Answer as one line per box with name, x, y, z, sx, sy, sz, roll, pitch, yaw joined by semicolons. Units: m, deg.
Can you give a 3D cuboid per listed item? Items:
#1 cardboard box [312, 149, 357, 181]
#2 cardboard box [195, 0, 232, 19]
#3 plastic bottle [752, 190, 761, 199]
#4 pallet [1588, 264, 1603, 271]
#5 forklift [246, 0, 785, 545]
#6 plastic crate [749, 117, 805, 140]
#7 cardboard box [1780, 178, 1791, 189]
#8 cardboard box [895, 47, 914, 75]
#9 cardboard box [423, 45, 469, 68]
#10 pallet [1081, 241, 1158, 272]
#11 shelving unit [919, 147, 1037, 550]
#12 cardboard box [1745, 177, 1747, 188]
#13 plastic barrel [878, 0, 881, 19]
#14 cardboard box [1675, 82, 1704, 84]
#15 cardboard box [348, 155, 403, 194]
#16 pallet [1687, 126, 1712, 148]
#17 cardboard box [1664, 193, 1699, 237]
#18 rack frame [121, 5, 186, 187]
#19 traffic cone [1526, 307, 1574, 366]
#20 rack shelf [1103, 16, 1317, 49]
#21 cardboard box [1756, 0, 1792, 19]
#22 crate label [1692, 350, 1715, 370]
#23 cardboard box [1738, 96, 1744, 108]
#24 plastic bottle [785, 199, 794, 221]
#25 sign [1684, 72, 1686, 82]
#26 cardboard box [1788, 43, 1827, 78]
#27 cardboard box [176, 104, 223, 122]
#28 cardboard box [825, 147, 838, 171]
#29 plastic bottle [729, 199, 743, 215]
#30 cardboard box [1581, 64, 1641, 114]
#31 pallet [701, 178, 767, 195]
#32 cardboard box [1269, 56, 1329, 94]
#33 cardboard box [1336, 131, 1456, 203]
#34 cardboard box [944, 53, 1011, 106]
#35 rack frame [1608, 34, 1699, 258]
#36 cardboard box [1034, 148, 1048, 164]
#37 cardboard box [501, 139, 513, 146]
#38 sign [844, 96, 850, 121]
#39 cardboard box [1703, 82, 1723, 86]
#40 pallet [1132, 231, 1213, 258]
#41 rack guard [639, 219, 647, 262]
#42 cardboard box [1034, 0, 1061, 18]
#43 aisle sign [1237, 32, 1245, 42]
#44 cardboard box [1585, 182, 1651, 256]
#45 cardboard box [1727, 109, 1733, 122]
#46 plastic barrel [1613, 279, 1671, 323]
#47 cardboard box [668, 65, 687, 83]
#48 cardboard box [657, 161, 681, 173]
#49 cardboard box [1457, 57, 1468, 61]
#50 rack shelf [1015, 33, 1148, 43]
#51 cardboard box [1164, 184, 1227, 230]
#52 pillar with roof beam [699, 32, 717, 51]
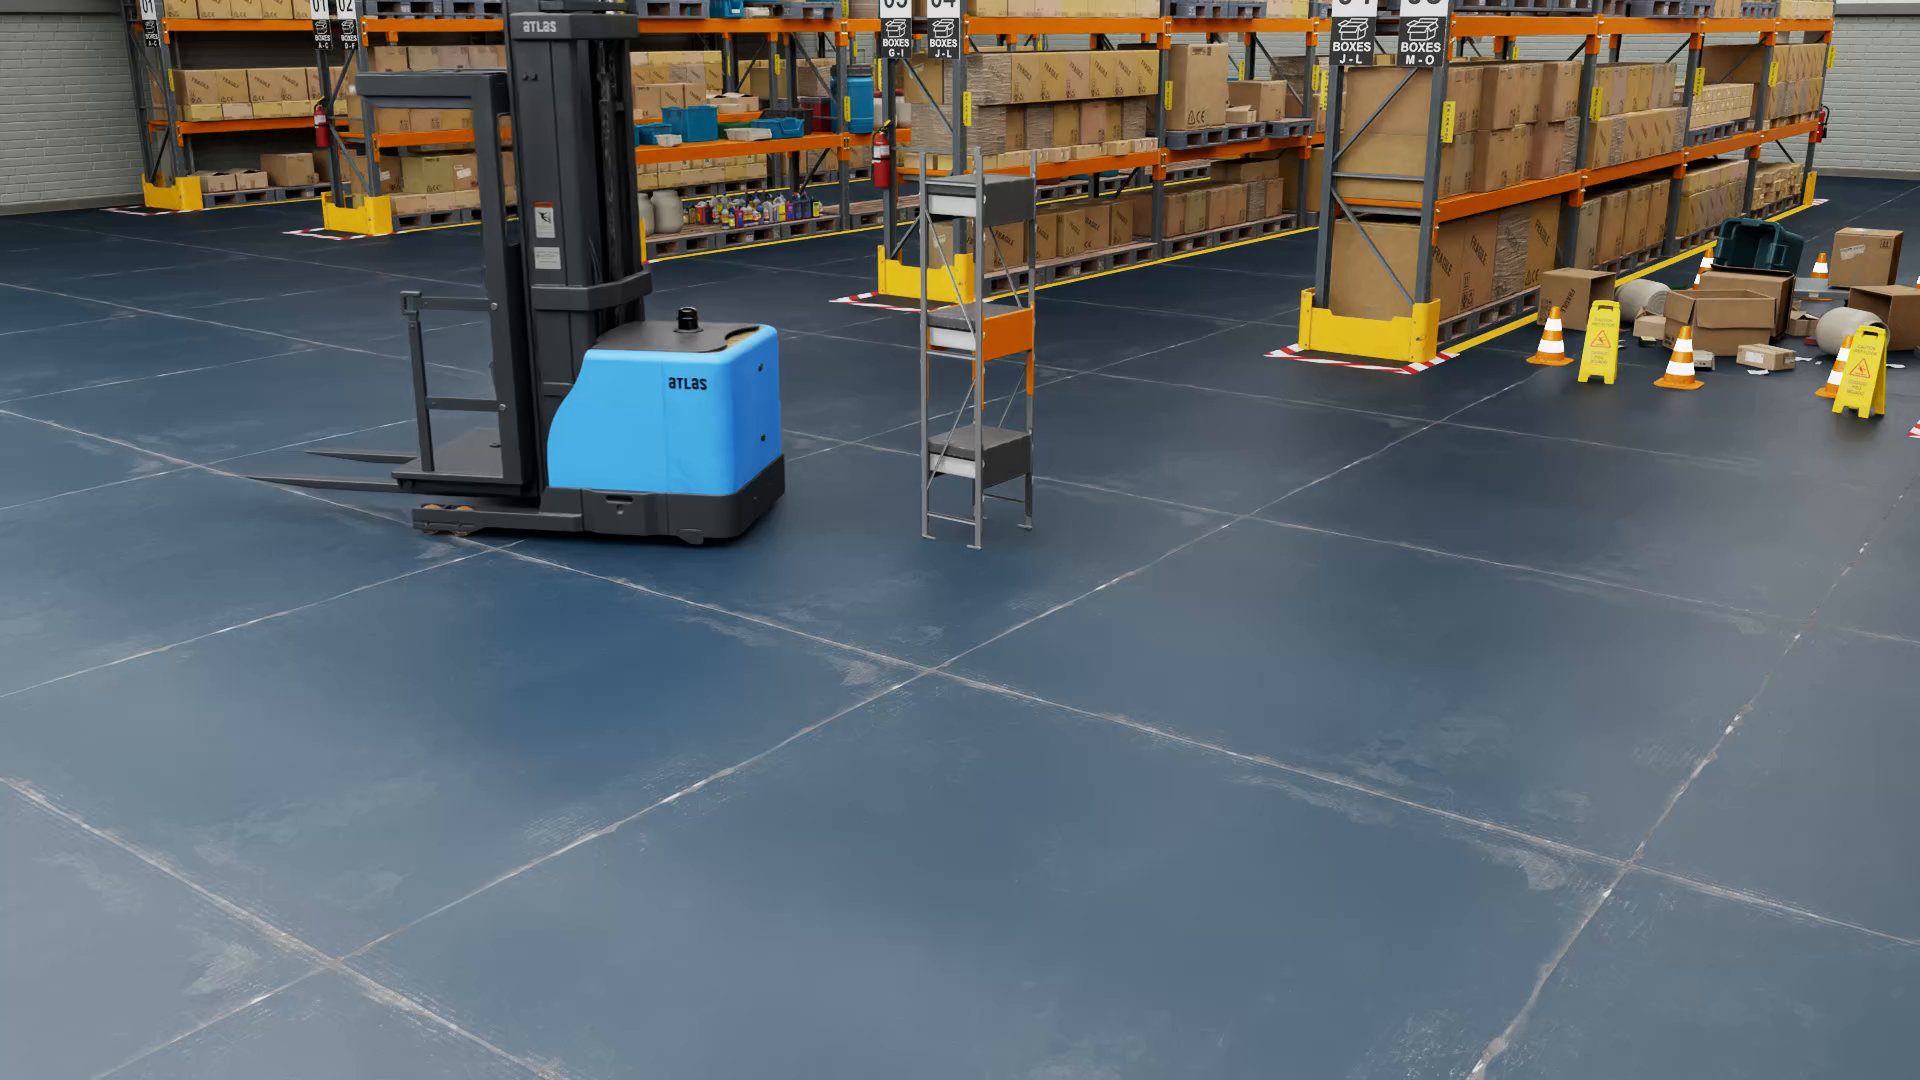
cardboard box;-10.504;-6.315;27.995;0.500;0.500;0.500;11;20;31
cardboard box;-11.553;-8.247;25.484;0.500;0.500;0.500;14;22;38
plastic bottle;-2.776;-4.629;22.816;0.144;0.351;0.185;13;22;36
pallet;6.338;-2.892;18.201;1.003;0.211;1.213;12;21;35
forklift;-2.610;-1.570;9.356;3.031;2.935;1.130;3;18;10
plastic crate;-2.403;-5.420;21.890;0.499;0.251;0.616;12;21;35
cardboard box;12.397;-5.440;25.302;0.380;0.149;0.250;13;21;35
cardboard box;-1.078;-9.276;32.200;0.500;0.500;0.500;13;21;35
cardboard box;-7.392;-6.761;23.602;0.700;0.500;0.500;13;21;35
pallet;1.644;-3.429;19.931;1.003;0.211;1.213;12;21;35
shelving unit;0.099;-1.042;9.059;0.431;2.100;0.503;12;21;35
cardboard box;11.077;-5.101;23.707;0.380;0.149;0.250;13;22;37
plastic barrel;-1.054;-7.945;23.869;0.600;0.901;0.708;12;21;35
cardboard box;10.102;-6.284;23.135;0.380;0.149;0.250;14;22;37
cardboard box;-8.240;-5.152;23.440;0.500;0.500;0.500;12;21;35
pallet;8.662;-5.076;20.856;1.213;0.211;1.003;12;21;35
cardboard box;8.949;-4.110;20.927;0.500;0.500;0.500;11;21;32
rack frame;-12.302;-6.600;25.441;1.000;3.000;0.127;12;21;35
traffic cone;5.013;-1.738;14.060;0.336;0.463;0.334;12;21;35
rack shelf;3.208;-6.493;21.248;1.077;0.370;4.000;12;21;35
cardboard box;11.194;-7.357;23.071;0.500;0.250;0.500;14;22;37
crate label;6.136;-1.500;13.843;0.250;0.136;0.298;2;17;6
cardboard box;10.321;-5.904;22.411;0.380;0.149;0.250;14;22;37
plastic bottle;-2.292;-4.419;22.255;0.061;0.283;0.133;14;22;38
sign;10.265;-6.440;23.463;0.100;0.325;0.005;12;21;35
cardboard box;13.016;-7.399;25.657;0.500;0.500;0.500;12;21;34
cardboard box;-11.756;-6.598;25.653;0.500;0.250;0.500;12;21;33
cardboard box;-2.443;-6.950;30.039;0.500;0.500;0.500;12;21;34
plastic bottle;-3.008;-4.427;22.291;0.152;0.276;0.135;12;21;35
cardboard box;7.138;-5.034;18.543;0.700;0.500;0.500;12;21;34
pallet;-4.076;-6.111;28.565;1.003;0.211;1.213;12;21;35
cardboard box;4.848;-6.578;23.509;0.797;0.503;0.637;13;22;37
cardboard box;3.740;-3.242;14.373;0.875;0.550;0.550;12;21;35
cardboard box;0.179;-4.725;17.044;0.500;0.500;0.500;12;21;35
rack frame;8.322;-4.979;20.221;1.000;3.000;0.127;12;21;35
cardboard box;0.733;-4.179;18.067;0.380;0.149;0.250;12;21;35
cardboard box;-8.596;-7.116;30.574;0.700;0.500;0.500;12;21;34
sign;-1.527;-5.835;22.508;0.100;0.325;0.005;12;21;35
cardboard box;10.767;-6.287;23.761;0.500;0.500;0.500;12;21;35
pallet;2.479;-3.781;21.064;1.003;0.211;1.213;12;21;35
rack guard;-4.338;-3.682;20.259;1.175;0.500;0.348;12;21;35
cardboard box;0.728;-5.646;17.561;0.500;0.250;0.500;12;21;34
aisle sign;5.466;-9.868;31.578;0.394;0.787;0.004;12;21;35
cardboard box;7.369;-3.768;19.404;1.050;0.750;0.750;13;21;36
cardboard box;10.013;-5.635;22.048;0.380;0.149;0.250;11;21;32
plastic barrel;6.495;-2.255;15.792;0.421;0.421;0.512;-4;18;-13
cardboard box;-5.826;-9.262;33.308;0.500;0.500;0.500;12;21;35
cardboard box;-4.881;-6.130;26.909;0.500;0.311;0.500;12;21;33
cardboard box;8.365;-8.028;28.525;0.500;0.500;0.500;12;21;33
rack shelf;1.613;-8.321;27.135;1.077;0.370;4.000;12;21;35
cardboard box;3.031;-4.330;21.601;0.700;0.500;0.500;10;20;30
pillar with roof beam;-1.972;-11.882;32.334;9.100;9.000;0.400;12;21;35
